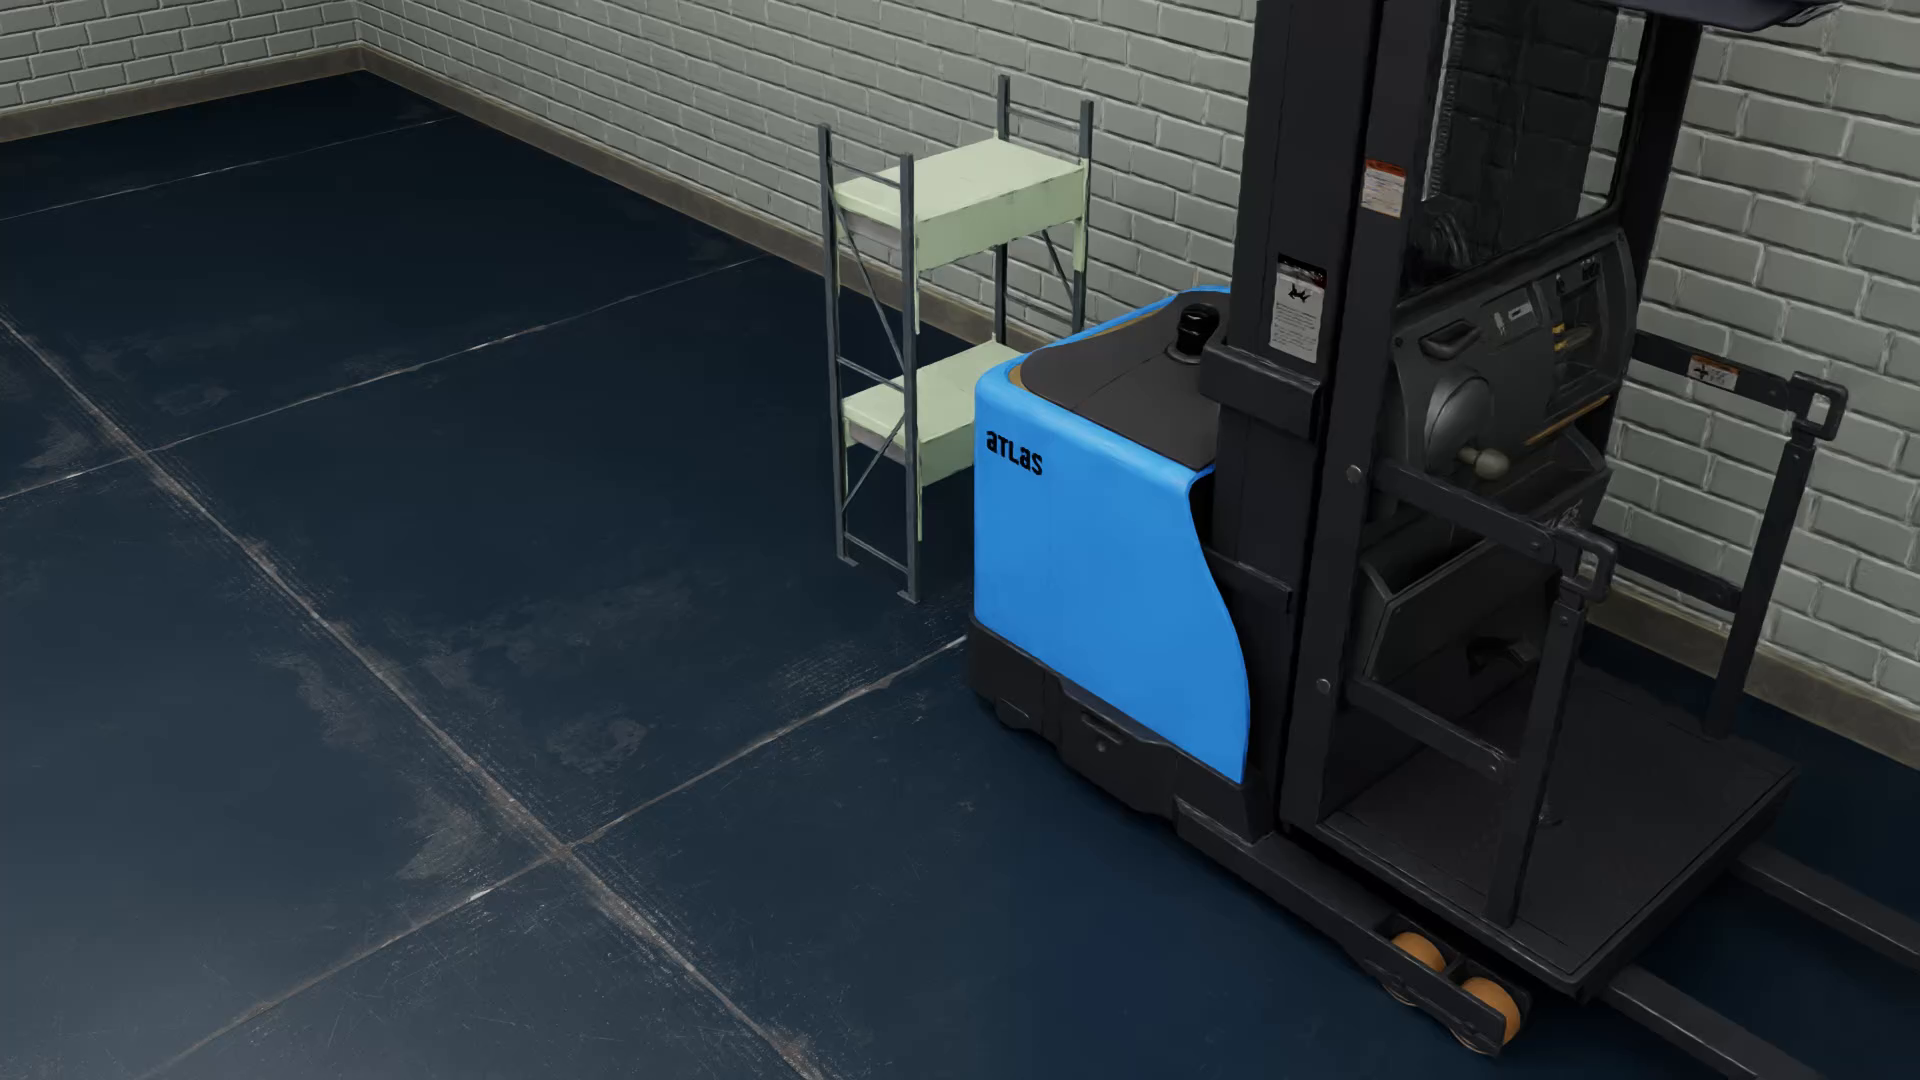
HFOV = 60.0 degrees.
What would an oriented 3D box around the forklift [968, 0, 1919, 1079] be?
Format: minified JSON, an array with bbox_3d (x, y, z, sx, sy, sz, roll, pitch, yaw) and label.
[{"bbox_3d":[1.382,-0.376,3.555,1.130,2.935,3.031,-25,39,-35],"label":"forklift"}]

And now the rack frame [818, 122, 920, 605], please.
[{"bbox_3d":[-0.273,-0.508,5.143,0.023,1.500,0.400,-26,40,-35],"label":"rack frame"}]

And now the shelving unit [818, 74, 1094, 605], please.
[{"bbox_3d":[-0.005,-0.637,5.355,0.755,1.500,0.431,-26,40,-35],"label":"shelving unit"}]

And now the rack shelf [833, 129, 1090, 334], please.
[{"bbox_3d":[-0.005,-0.970,5.151,0.720,0.370,0.431,-26,40,-35],"label":"rack shelf"}]

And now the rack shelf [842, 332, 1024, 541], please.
[{"bbox_3d":[-0.005,-0.359,5.525,0.720,0.370,0.431,-26,40,-35],"label":"rack shelf"}]

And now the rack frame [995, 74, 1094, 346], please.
[{"bbox_3d":[0.263,-0.767,5.567,0.023,1.500,0.400,-26,40,-35],"label":"rack frame"}]
